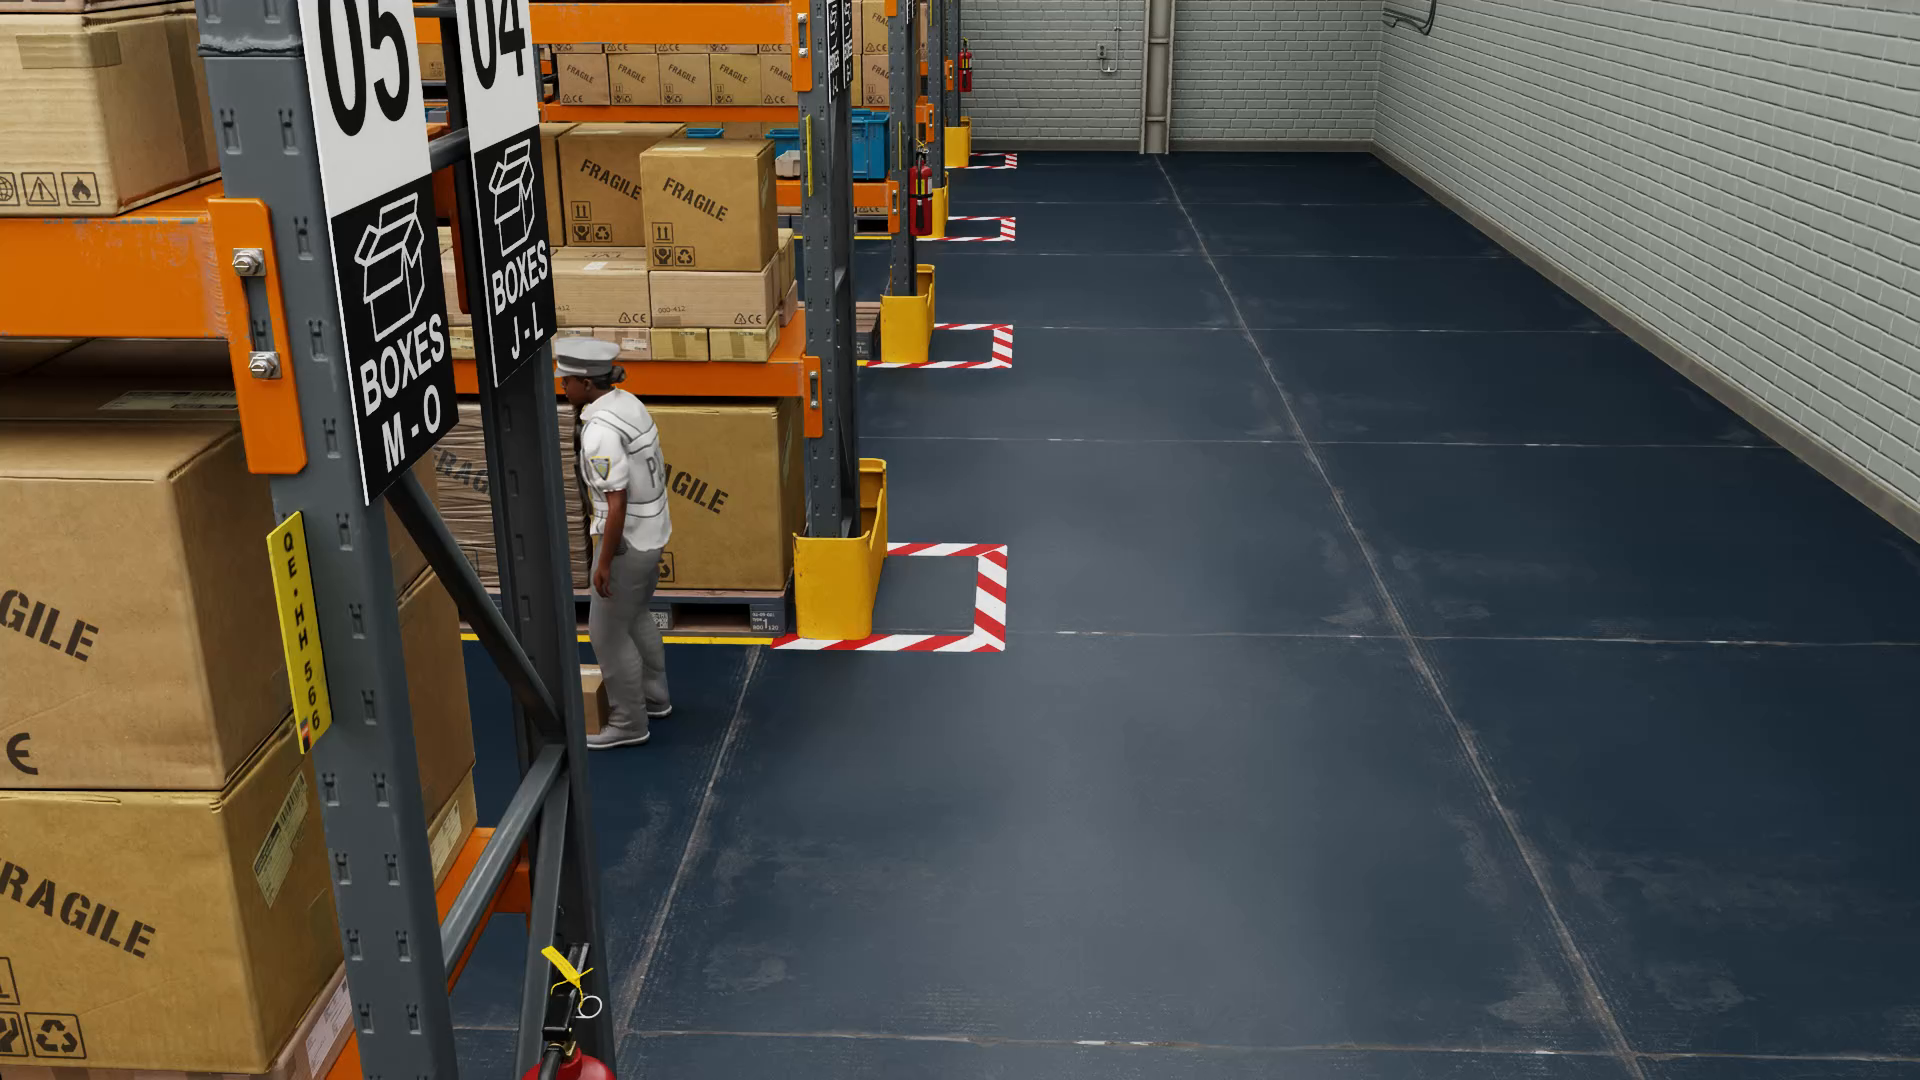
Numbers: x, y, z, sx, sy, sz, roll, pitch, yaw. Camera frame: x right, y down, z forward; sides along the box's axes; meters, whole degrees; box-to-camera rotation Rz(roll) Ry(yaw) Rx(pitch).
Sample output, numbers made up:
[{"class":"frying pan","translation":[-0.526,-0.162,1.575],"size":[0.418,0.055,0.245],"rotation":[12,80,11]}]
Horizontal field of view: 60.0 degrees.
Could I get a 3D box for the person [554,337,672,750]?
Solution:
[{"class":"person","translation":[-1.345,0.015,6.544],"size":[0.417,1.658,0.519],"rotation":[0,21,1]}]
